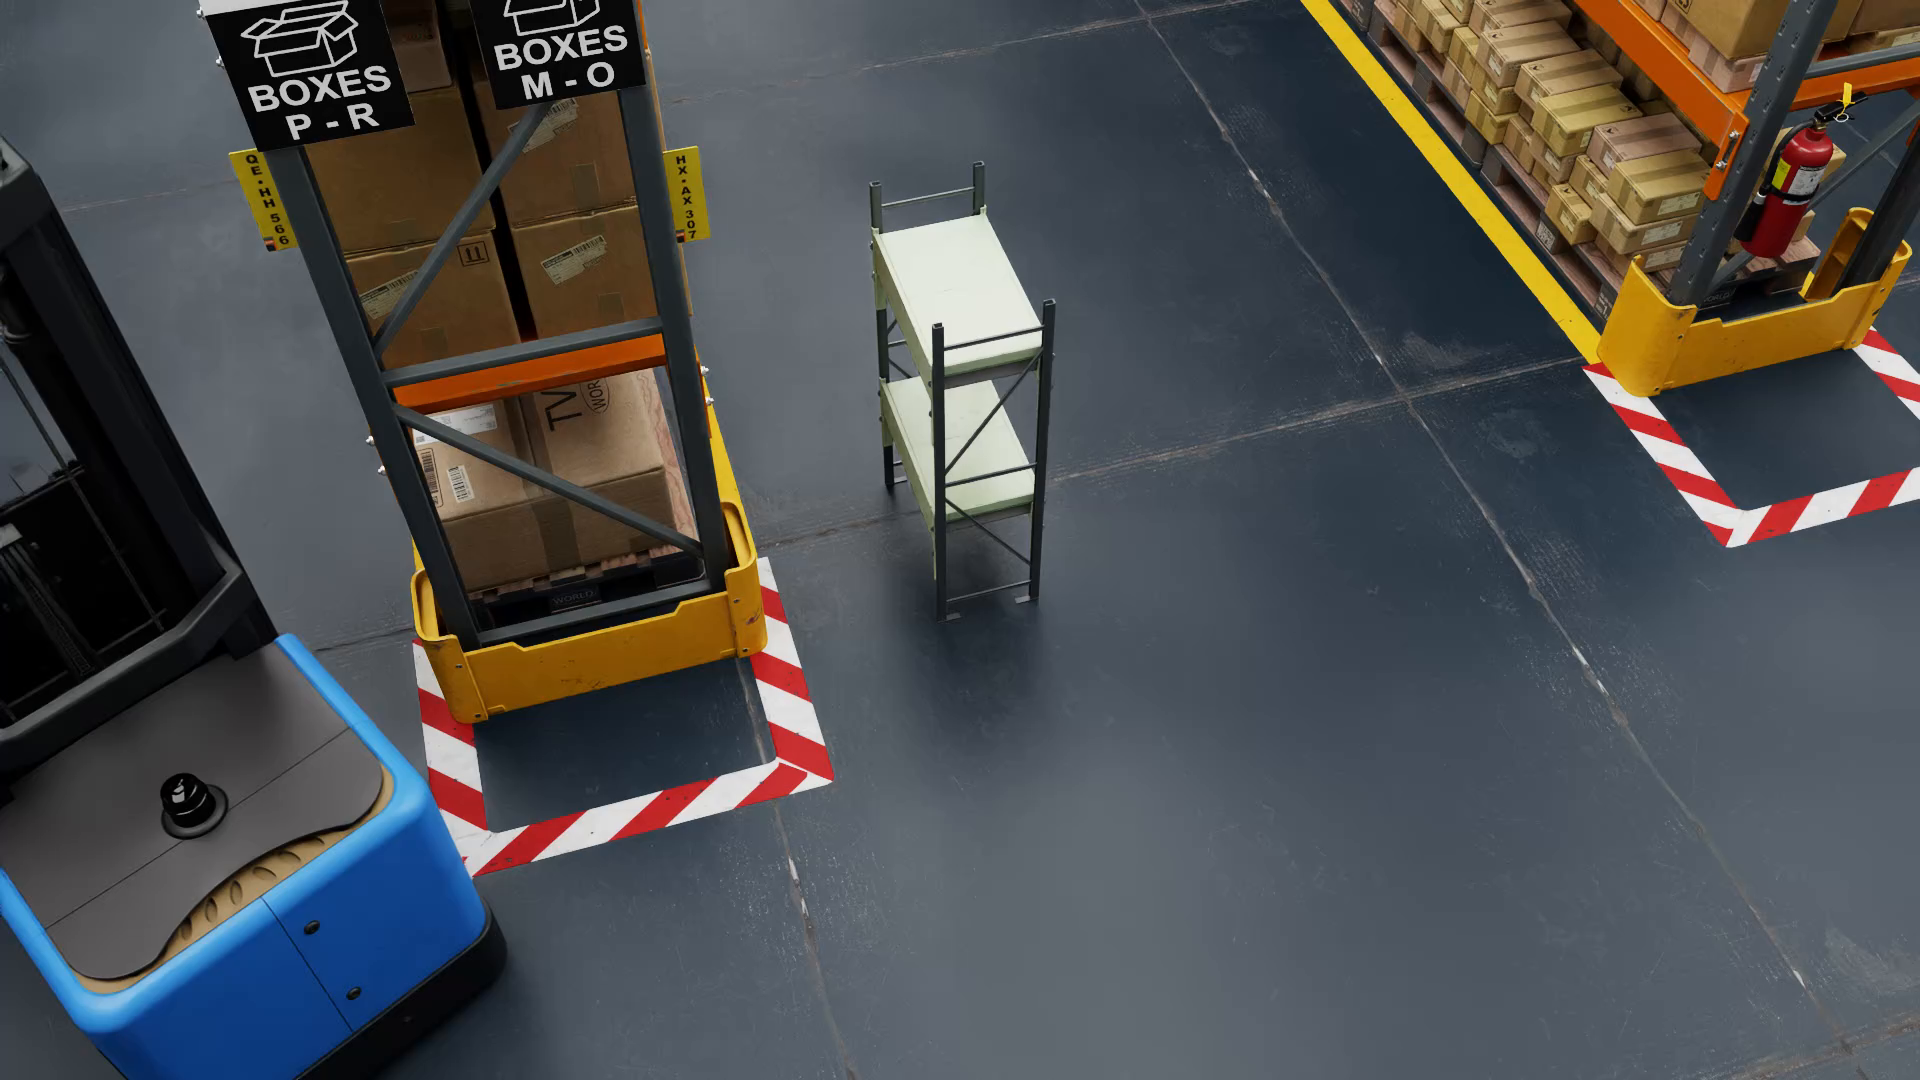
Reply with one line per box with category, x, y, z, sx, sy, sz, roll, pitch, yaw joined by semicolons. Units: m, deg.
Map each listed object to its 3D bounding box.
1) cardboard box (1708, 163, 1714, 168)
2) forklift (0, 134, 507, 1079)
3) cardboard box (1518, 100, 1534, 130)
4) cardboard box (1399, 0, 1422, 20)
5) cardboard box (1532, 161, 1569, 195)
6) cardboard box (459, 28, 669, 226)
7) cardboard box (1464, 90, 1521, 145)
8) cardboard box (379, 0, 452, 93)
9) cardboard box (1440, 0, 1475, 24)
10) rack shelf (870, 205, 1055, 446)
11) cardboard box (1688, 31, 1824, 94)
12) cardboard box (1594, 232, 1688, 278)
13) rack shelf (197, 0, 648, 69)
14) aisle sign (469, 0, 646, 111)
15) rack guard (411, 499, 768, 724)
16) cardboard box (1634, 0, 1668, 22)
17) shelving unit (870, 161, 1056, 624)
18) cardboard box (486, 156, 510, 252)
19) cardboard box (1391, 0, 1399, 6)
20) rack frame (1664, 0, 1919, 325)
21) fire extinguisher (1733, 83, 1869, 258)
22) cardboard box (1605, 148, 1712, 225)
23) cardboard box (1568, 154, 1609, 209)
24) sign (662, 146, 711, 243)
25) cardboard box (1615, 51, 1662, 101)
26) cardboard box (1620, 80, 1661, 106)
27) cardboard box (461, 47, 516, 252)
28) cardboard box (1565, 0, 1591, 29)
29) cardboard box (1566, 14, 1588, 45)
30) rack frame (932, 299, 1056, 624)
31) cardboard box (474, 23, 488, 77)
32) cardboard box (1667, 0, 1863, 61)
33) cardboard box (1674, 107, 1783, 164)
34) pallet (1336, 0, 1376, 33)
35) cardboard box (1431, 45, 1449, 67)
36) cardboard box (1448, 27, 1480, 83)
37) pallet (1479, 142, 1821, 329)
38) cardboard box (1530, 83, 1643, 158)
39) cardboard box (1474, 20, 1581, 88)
cardboard box;3.443;-1.726;7.428;0.380;0.149;0.250;-14;51;-11
forklift;-2.840;-0.110;4.716;1.130;2.935;3.031;-37;59;-27
cardboard box;2.815;-1.992;7.652;0.380;0.149;0.250;-14;51;-11
cardboard box;2.416;-2.720;8.266;0.380;0.149;0.250;-14;51;-11
cardboard box;2.856;-1.691;7.593;0.380;0.149;0.250;-14;51;-11
cardboard box;-1.189;-1.336;4.985;0.500;0.500;0.500;-14;51;-12
cardboard box;2.636;-2.041;7.888;0.380;0.149;0.250;-15;52;-13
cardboard box;-1.616;-1.347;4.570;0.380;0.149;0.250;-13;51;-10
cardboard box;2.539;-2.644;8.008;0.380;0.149;0.250;-13;51;-11
rack shelf;-0.002;-0.740;5.672;0.431;0.370;0.720;-13;51;-11
cardboard box;3.014;-1.853;6.304;0.380;0.149;0.250;-13;51;-11
cardboard box;3.025;-1.314;7.275;0.380;0.149;0.250;-13;51;-10
rack shelf;-1.910;-2.763;5.415;1.077;0.370;4.000;-13;51;-11
aisle sign;-1.020;-1.418;4.073;0.394;0.787;0.004;-13;51;-11
rack guard;-1.312;0.256;5.997;1.175;0.500;0.348;-13;51;-11
cardboard box;2.887;-2.223;6.616;0.380;0.149;0.250;-14;51;-11
shelving unit;-0.002;-0.488;5.970;0.431;1.500;0.755;-13;51;-11
cardboard box;-1.848;-1.262;5.576;0.500;0.500;0.500;-14;51;-12
cardboard box;2.435;-2.833;8.556;0.380;0.149;0.250;-15;52;-13
rack frame;3.380;-1.760;6.062;1.000;3.000;0.127;-13;51;-11
fire extinguisher;3.014;-1.327;5.991;0.296;0.674;0.183;-13;51;-11
cardboard box;2.981;-1.498;7.041;0.380;0.149;0.250;-13;51;-11
cardboard box;2.925;-1.596;7.319;0.380;0.149;0.250;-14;51;-12
sign;-0.787;-0.993;4.797;0.100;0.325;0.005;-13;51;-11
cardboard box;3.249;-2.177;7.614;0.380;0.149;0.250;-16;52;-13
cardboard box;3.314;-2.097;7.741;0.380;0.149;0.250;-12;51;-10
cardboard box;-1.363;-1.378;5.674;0.500;0.500;0.500;-14;51;-11
cardboard box;3.141;-2.584;7.957;0.380;0.149;0.250;-13;51;-10
cardboard box;3.025;-2.458;8.045;0.380;0.149;0.250;-11;51;-9
rack frame;0.106;-0.221;5.745;0.400;1.500;0.023;-13;51;-11
cardboard box;-1.159;-1.452;4.659;0.380;0.149;0.250;-12;51;-10
cardboard box;3.001;-2.158;6.137;0.500;0.500;0.500;-12;51;-10
cardboard box;3.353;-1.802;7.298;0.380;0.149;0.250;-12;51;-10
pallet;2.429;-3.300;9.184;1.003;0.211;1.213;-13;51;-11
cardboard box;2.571;-2.446;8.230;0.380;0.149;0.250;-12;51;-10
cardboard box;2.572;-2.339;7.945;0.380;0.149;0.250;-11;51;-9
pallet;3.151;-1.518;7.681;1.003;0.211;1.213;-13;51;-11
cardboard box;2.764;-1.855;7.342;0.380;0.149;0.250;-14;51;-12
cardboard box;2.615;-2.242;7.668;0.380;0.149;0.250;-12;51;-10
